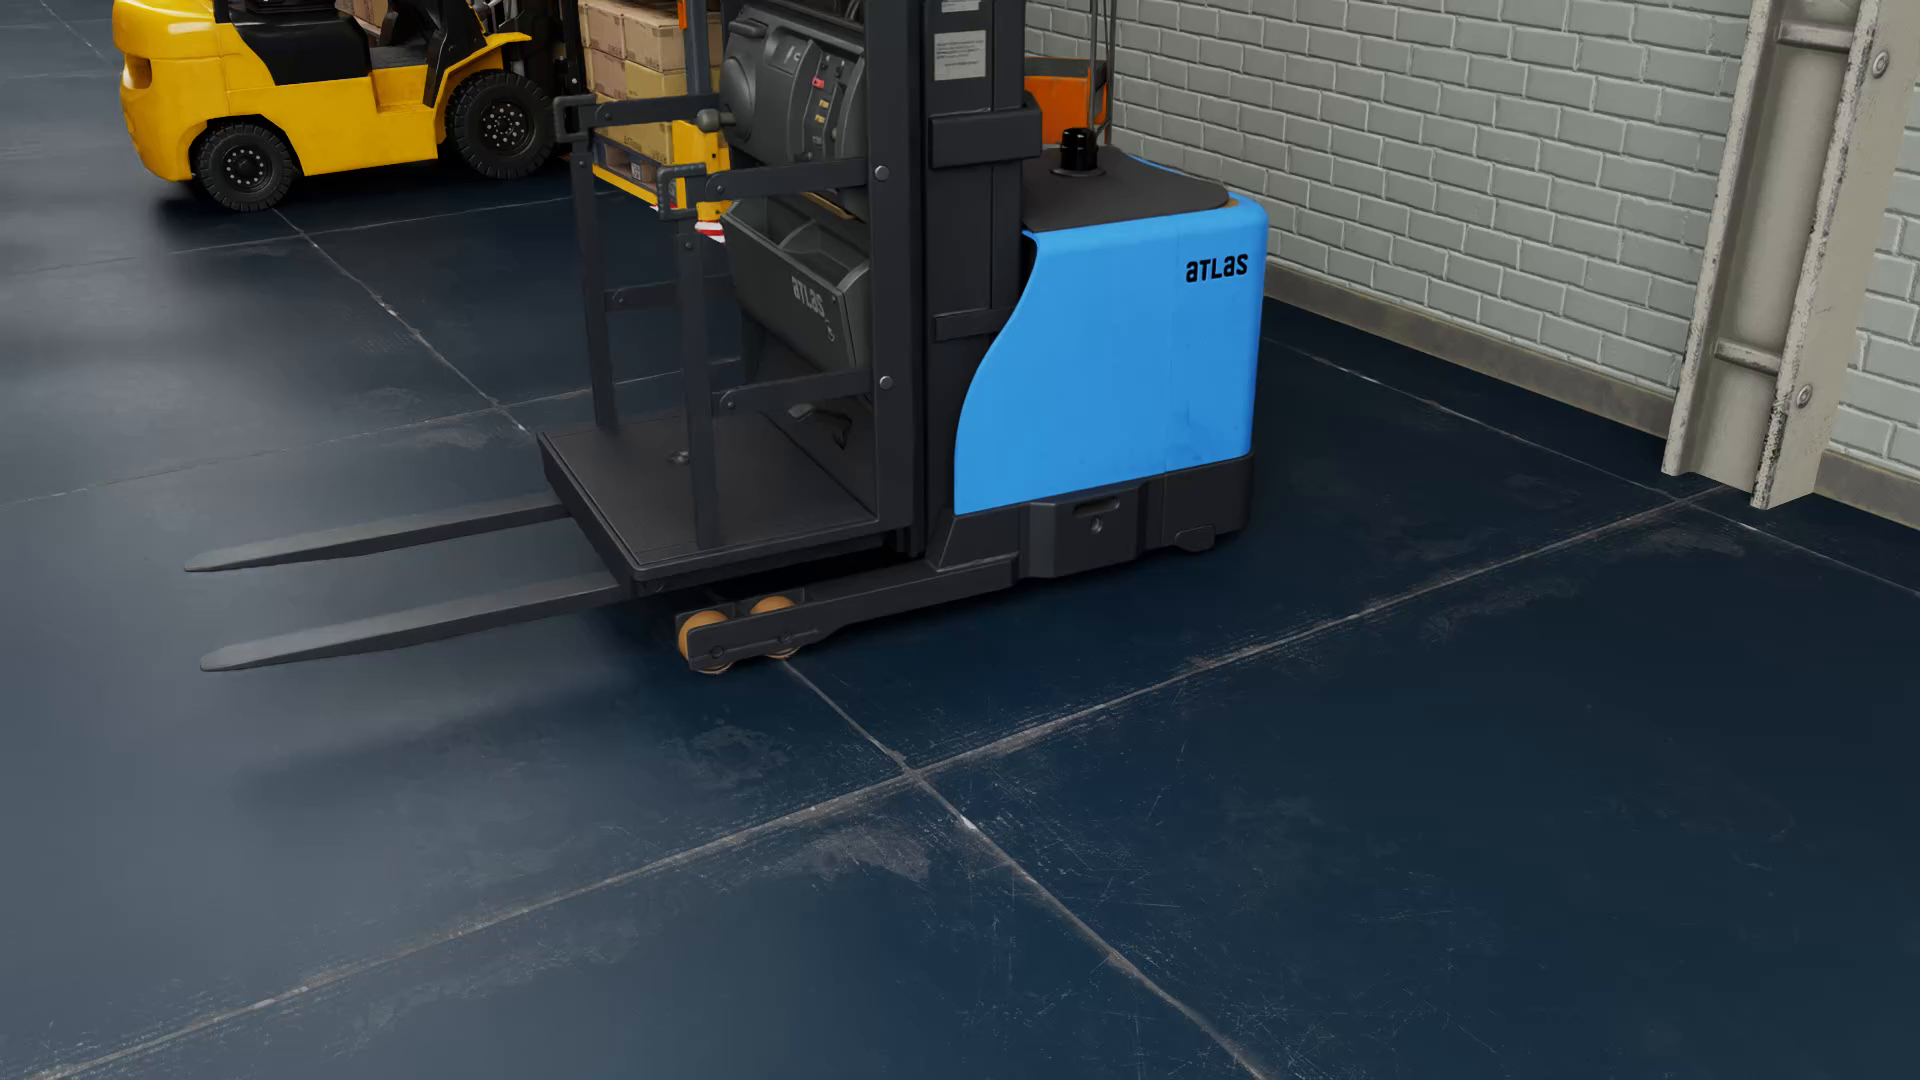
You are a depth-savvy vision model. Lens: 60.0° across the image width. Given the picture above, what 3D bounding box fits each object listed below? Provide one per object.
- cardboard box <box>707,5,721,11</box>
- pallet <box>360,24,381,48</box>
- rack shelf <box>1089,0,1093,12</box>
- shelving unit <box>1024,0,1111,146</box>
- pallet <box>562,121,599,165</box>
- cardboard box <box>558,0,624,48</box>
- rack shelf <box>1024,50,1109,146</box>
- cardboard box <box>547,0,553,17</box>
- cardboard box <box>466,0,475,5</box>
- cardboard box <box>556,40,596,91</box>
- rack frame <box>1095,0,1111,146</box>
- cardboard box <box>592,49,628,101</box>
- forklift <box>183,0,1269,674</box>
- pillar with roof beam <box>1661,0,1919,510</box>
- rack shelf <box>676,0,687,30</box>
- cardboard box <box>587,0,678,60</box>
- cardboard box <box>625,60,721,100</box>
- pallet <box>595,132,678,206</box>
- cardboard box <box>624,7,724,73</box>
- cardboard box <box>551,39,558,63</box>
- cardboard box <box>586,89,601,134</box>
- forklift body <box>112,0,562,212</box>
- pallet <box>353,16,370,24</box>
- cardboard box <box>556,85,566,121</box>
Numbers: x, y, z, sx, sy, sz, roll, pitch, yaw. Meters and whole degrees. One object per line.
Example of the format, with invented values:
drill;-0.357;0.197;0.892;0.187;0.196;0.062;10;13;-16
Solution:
cardboard box;-1.095;-2.863;9.358;0.500;0.250;0.500;-16;30;-30
pallet;-4.280;-4.109;13.707;1.003;0.211;1.213;-16;29;-30
rack shelf;0.256;-2.083;5.595;0.480;0.518;0.431;6;26;13
shelving unit;0.254;-1.463;5.888;0.499;2.100;0.431;6;26;13
pallet;-2.105;-2.687;10.694;1.003;0.211;1.213;-16;29;-30
cardboard box;-2.071;-3.098;9.857;0.500;0.250;0.500;-15;29;-29
rack shelf;0.256;-1.450;5.894;0.480;0.518;0.431;6;26;13
cardboard box;-2.341;-3.281;10.244;0.500;0.250;0.500;-16;30;-31
cardboard box;-3.173;-3.831;11.410;0.500;0.250;0.500;-16;30;-30
cardboard box;-2.083;-2.883;9.988;0.500;0.250;0.500;-16;30;-31
rack frame;0.492;-1.436;5.832;0.006;1.831;0.380;6;26;13
cardboard box;-1.783;-2.704;9.607;0.500;0.250;0.500;-16;30;-30
forklift;-0.602;-1.308;4.587;3.284;2.935;1.453;-12;28;-24
pillar with roof beam;-0.947;-3.271;1.637;9.100;9.000;0.400;-16;29;-30
rack shelf;-2.083;-3.638;10.285;1.077;0.370;4.000;-16;29;-30
cardboard box;-1.787;-2.920;9.479;0.500;0.250;0.500;-15;29;-29
cardboard box;-1.519;-2.522;9.222;0.500;0.250;0.500;-16;30;-30
pallet;-1.444;-2.251;9.771;1.003;0.211;1.213;-16;29;-30
cardboard box;-1.504;-2.739;9.095;0.500;0.250;0.500;-14;29;-28
cardboard box;-2.353;-3.063;10.369;0.500;0.250;0.500;-16;29;-30
cardboard box;-2.041;-2.650;10.079;0.500;0.250;0.500;-15;29;-29
forklift body;-3.555;-3.117;9.334;2.313;2.155;1.214;-16;29;-30
pallet;-4.941;-4.545;14.630;1.003;0.211;1.213;-16;29;-30
cardboard box;-2.344;-2.831;10.461;0.500;0.250;0.500;-15;29;-28
